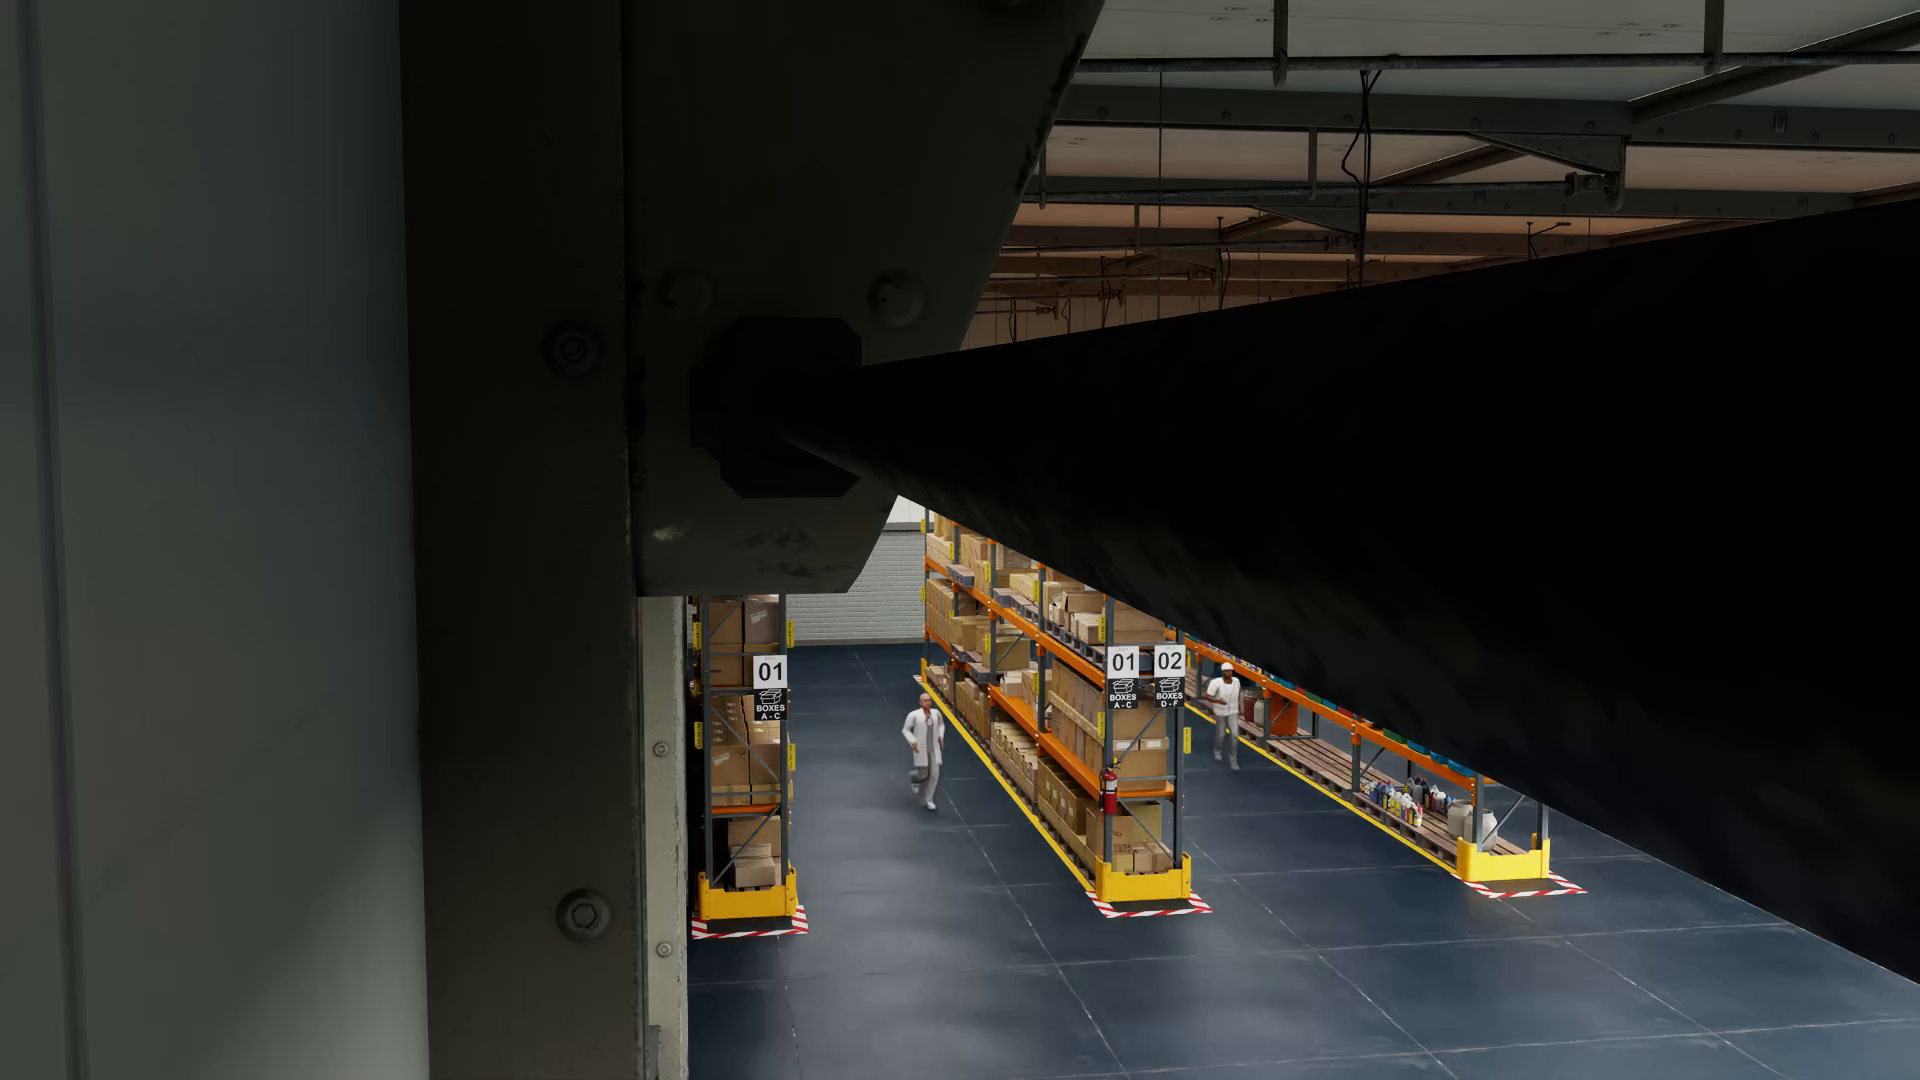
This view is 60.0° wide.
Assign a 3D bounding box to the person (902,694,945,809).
[{"bbox_3d":[-0.531,3.226,25.573,0.711,1.732,0.756,-2,5,-23],"label":"person"}]

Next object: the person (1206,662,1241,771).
[{"bbox_3d":[4.492,2.969,28.244,0.676,1.816,0.798,-1,5,-8],"label":"person"}]
